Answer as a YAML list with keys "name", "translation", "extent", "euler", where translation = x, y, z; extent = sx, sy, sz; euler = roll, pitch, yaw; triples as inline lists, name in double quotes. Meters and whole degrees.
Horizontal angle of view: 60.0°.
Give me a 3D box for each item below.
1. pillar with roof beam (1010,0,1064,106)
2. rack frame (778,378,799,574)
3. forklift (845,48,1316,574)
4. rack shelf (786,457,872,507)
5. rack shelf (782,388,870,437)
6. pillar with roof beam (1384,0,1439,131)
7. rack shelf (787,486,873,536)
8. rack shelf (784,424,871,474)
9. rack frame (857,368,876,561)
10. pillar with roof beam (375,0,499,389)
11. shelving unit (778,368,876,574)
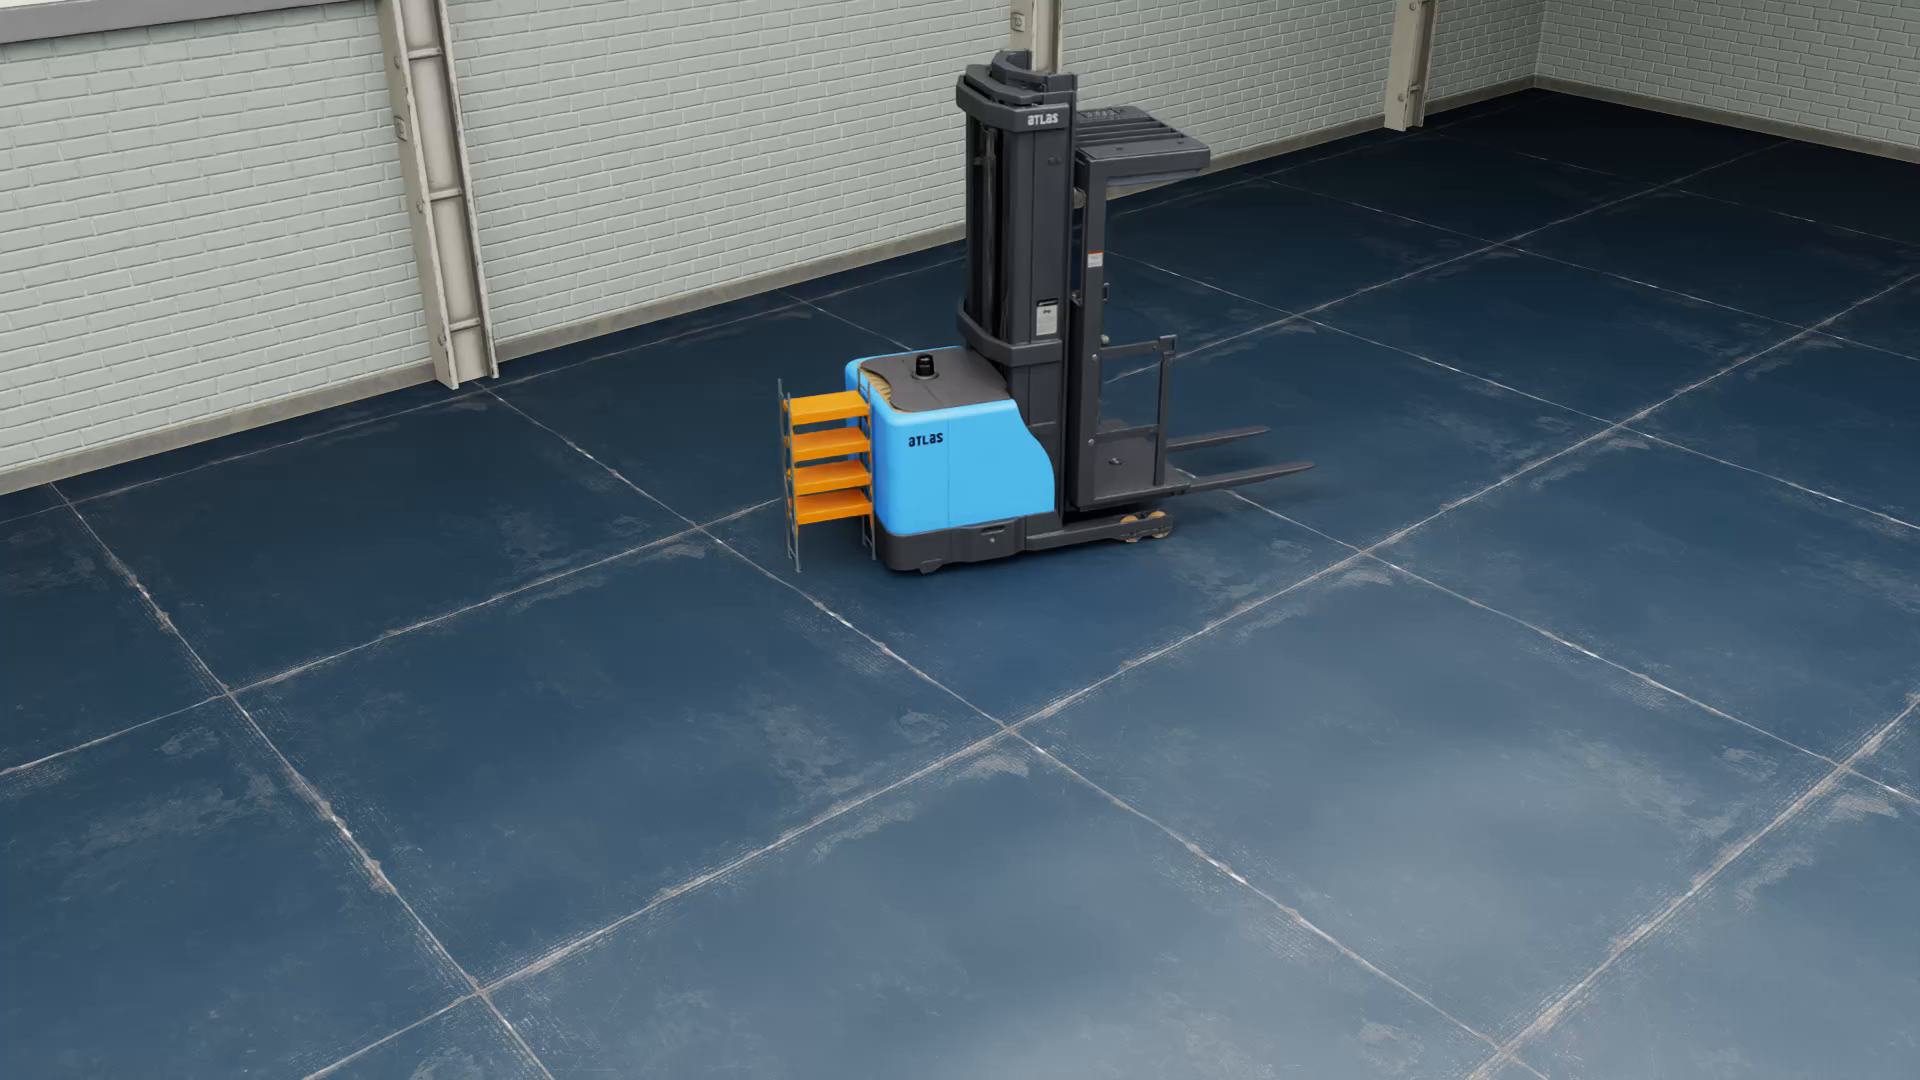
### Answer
- name: "pillar with roof beam"
  translation: [3.511, -5.531, 11.411]
  extent: [0.400, 9.000, 9.100]
  euler: [-22, 35, -35]
- name: "rack frame"
  translation: [-1.034, -0.376, 10.039]
  extent: [0.015, 1.200, 0.240]
  euler: [-9, 30, -17]
- name: "forklift"
  translation: [0.836, -1.500, 10.306]
  extent: [3.031, 2.935, 1.130]
  euler: [-10, 30, -17]
- name: "rack shelf"
  translation: [-0.804, -0.355, 10.142]
  extent: [0.480, 0.148, 0.258]
  euler: [-9, 30, -17]
- name: "rack shelf"
  translation: [-0.804, -0.761, 9.926]
  extent: [0.480, 0.148, 0.258]
  euler: [-9, 30, -17]
- name: "pillar with roof beam"
  translation: [8.075, -7.367, 14.846]
  extent: [0.400, 9.000, 9.100]
  euler: [-22, 35, -35]
- name: "rack shelf"
  translation: [-0.804, -0.180, 10.236]
  extent: [0.480, 0.148, 0.258]
  euler: [-9, 30, -17]
- name: "rack shelf"
  translation: [-0.804, -0.552, 10.037]
  extent: [0.480, 0.148, 0.258]
  euler: [-9, 30, -17]
- name: "rack frame"
  translation: [-0.573, -0.453, 10.182]
  extent: [0.015, 1.200, 0.240]
  euler: [-9, 30, -17]
- name: "pillar with roof beam"
  translation: [-1.054, -3.696, 7.977]
  extent: [0.400, 9.000, 9.100]
  euler: [-22, 35, -35]
- name: "shelving unit"
  translation: [-0.804, -0.414, 10.111]
  extent: [0.503, 1.200, 0.258]
  euler: [-9, 30, -17]
